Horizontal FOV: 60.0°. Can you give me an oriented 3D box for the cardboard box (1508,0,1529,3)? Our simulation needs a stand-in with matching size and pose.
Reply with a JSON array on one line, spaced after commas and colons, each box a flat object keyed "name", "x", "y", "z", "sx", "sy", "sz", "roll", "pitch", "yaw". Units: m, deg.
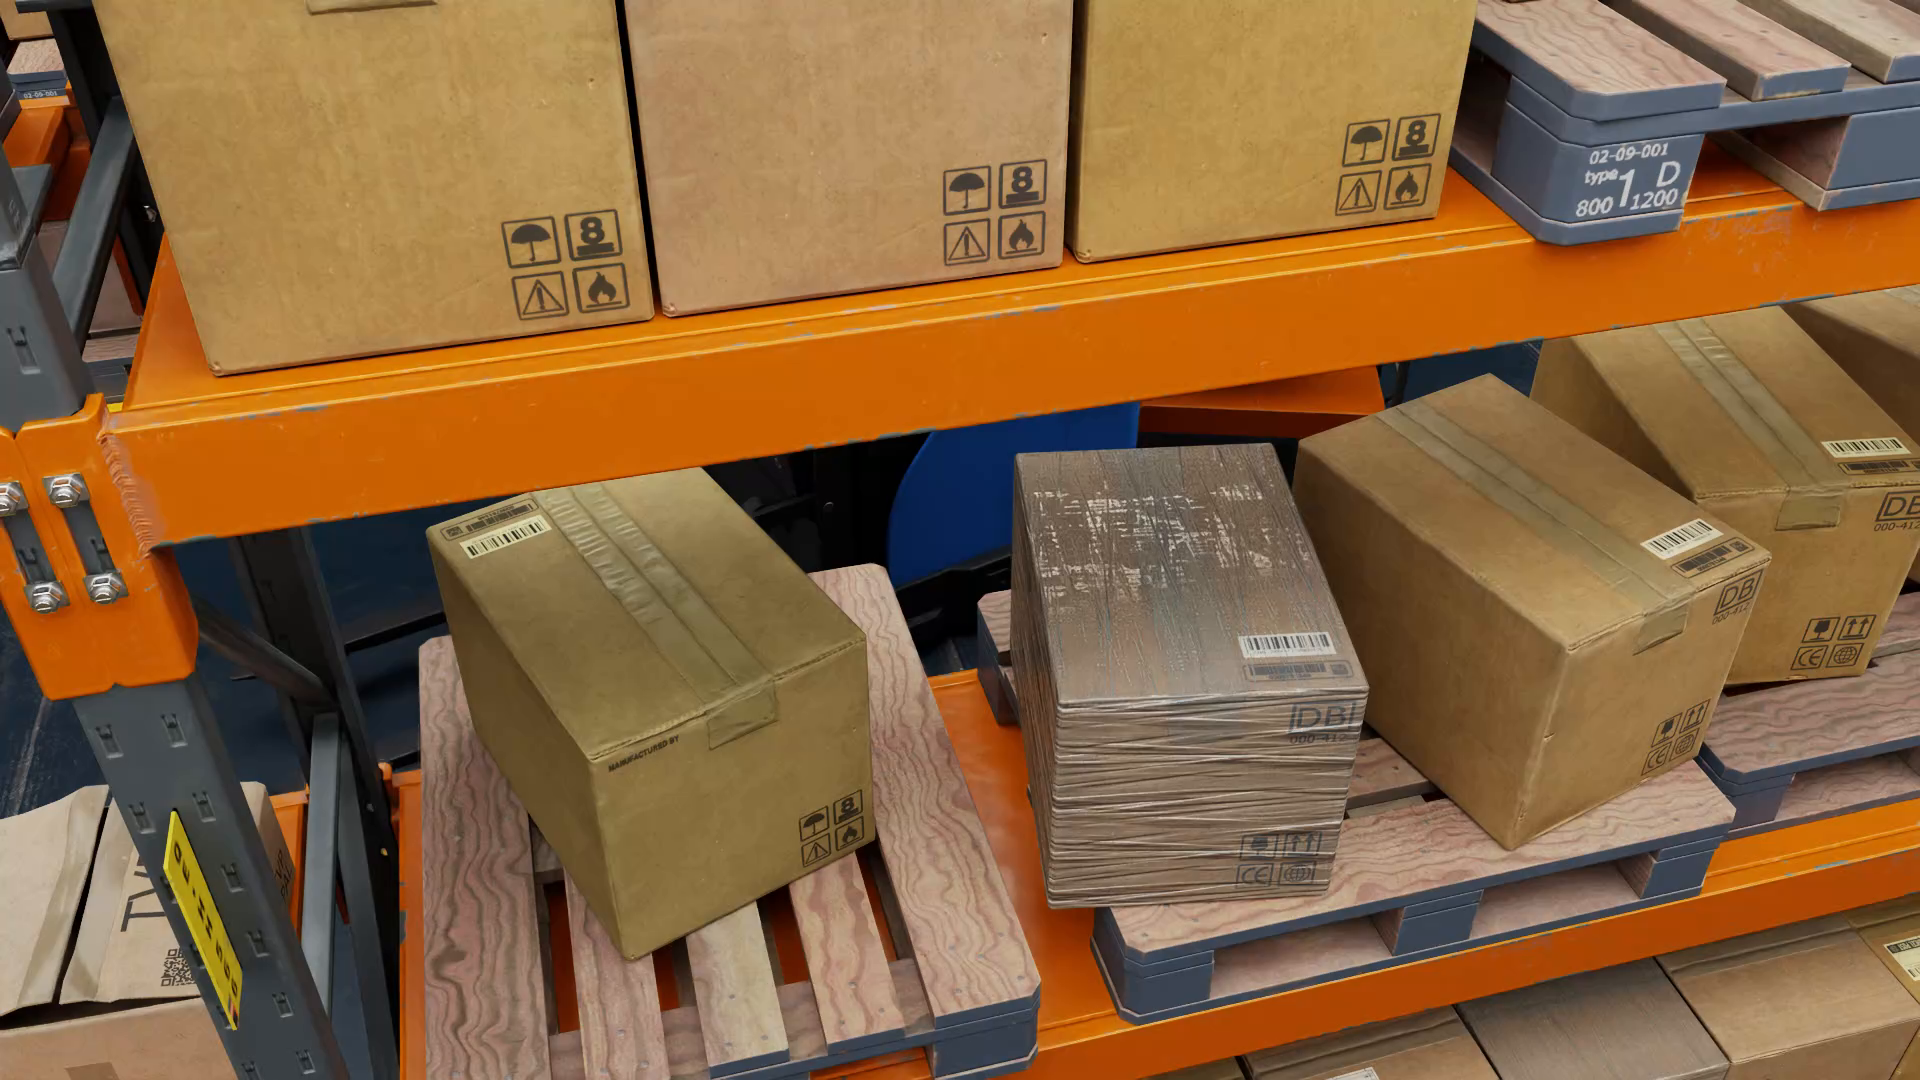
[{"name": "cardboard box", "x": 0.935, "y": -1.186, "z": 2.352, "sx": 0.600, "sy": 0.600, "sz": 0.600, "roll": -11, "pitch": 39, "yaw": -14}]

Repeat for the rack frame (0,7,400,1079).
[{"name": "rack frame", "x": -1.134, "y": 0.636, "z": 2.949, "sx": 0.127, "sy": 3.000, "sz": 1.000, "roll": -9, "pitch": 38, "yaw": -12}]

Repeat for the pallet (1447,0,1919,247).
[{"name": "pallet", "x": 1.080, "y": -0.886, "z": 2.625, "sx": 1.003, "sy": 0.211, "sz": 1.213, "roll": -9, "pitch": 38, "yaw": -12}]

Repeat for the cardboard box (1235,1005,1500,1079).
[{"name": "cardboard box", "x": 0.872, "y": 1.301, "z": 3.775, "sx": 0.500, "sy": 0.500, "sz": 0.500, "roll": -11, "pitch": 39, "yaw": -13}]

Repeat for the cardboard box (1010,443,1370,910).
[{"name": "cardboard box", "x": 0.378, "y": 0.231, "z": 3.051, "sx": 0.500, "sy": 0.500, "sz": 0.700, "roll": -3, "pitch": 37, "yaw": -3}]

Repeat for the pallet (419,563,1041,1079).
[{"name": "pallet", "x": -0.498, "y": 0.564, "z": 3.202, "sx": 1.003, "sy": 0.211, "sz": 1.213, "roll": -9, "pitch": 38, "yaw": -12}]

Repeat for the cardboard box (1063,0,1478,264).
[{"name": "cardboard box", "x": 0.273, "y": -0.847, "z": 2.337, "sx": 0.500, "sy": 0.500, "sz": 0.910, "roll": -9, "pitch": 38, "yaw": -12}]

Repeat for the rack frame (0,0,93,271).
[{"name": "rack frame", "x": -1.134, "y": -1.747, "z": 1.127, "sx": 0.127, "sy": 3.000, "sz": 1.000, "roll": -9, "pitch": 38, "yaw": -12}]

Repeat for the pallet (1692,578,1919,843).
[{"name": "pallet", "x": 1.928, "y": 0.141, "z": 3.754, "sx": 1.213, "sy": 0.211, "sz": 1.003, "roll": -9, "pitch": 38, "yaw": -12}]

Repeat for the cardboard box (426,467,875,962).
[{"name": "cardboard box", "x": -0.555, "y": 0.264, "z": 3.008, "sx": 0.500, "sy": 0.500, "sz": 0.700, "roll": -23, "pitch": 43, "yaw": -27}]

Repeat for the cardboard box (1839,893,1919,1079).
[{"name": "cardboard box", "x": 2.326, "y": 1.067, "z": 4.082, "sx": 0.500, "sy": 0.500, "sz": 0.500, "roll": -10, "pitch": 38, "yaw": -12}]

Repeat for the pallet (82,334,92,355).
[{"name": "pallet", "x": -4.359, "y": -0.847, "z": 7.184, "sx": 1.213, "sy": 0.211, "sz": 1.003, "roll": -9, "pitch": 38, "yaw": -12}]

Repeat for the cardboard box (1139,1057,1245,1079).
[{"name": "cardboard box", "x": 0.370, "y": 1.387, "z": 3.663, "sx": 0.500, "sy": 0.500, "sz": 0.500, "roll": -10, "pitch": 38, "yaw": -13}]

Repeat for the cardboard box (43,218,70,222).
[{"name": "cardboard box", "x": -3.677, "y": -1.550, "z": 6.886, "sx": 0.500, "sy": 0.250, "sz": 0.500, "roll": -9, "pitch": 38, "yaw": -11}]

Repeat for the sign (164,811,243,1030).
[{"name": "sign", "x": -0.986, "y": 0.501, "z": 2.173, "sx": 0.005, "sy": 0.325, "sz": 0.100, "roll": -9, "pitch": 38, "yaw": -12}]

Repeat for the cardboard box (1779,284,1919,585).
[{"name": "cardboard box", "x": 2.212, "y": -0.260, "z": 3.693, "sx": 0.500, "sy": 0.500, "sz": 0.700, "roll": -23, "pitch": 43, "yaw": -27}]

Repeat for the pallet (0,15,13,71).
[{"name": "pallet", "x": -4.329, "y": -1.855, "z": 6.364, "sx": 1.213, "sy": 0.211, "sz": 1.003, "roll": -9, "pitch": 38, "yaw": -12}]

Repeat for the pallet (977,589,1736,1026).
[{"name": "pallet", "x": 0.742, "y": 0.402, "z": 3.414, "sx": 1.213, "sy": 0.211, "sz": 1.003, "roll": -9, "pitch": 38, "yaw": -12}]

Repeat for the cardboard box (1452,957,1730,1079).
[{"name": "cardboard box", "x": 1.363, "y": 1.220, "z": 3.882, "sx": 0.500, "sy": 0.500, "sz": 0.500, "roll": -9, "pitch": 38, "yaw": -11}]

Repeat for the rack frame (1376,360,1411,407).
[{"name": "rack frame", "x": 1.627, "y": -0.709, "z": 6.251, "sx": 0.032, "sy": 1.125, "sz": 0.500, "roll": 3, "pitch": 37, "yaw": 4}]

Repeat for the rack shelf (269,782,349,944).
[{"name": "rack shelf", "x": -3.065, "y": 1.239, "z": 2.754, "sx": 4.000, "sy": 0.370, "sz": 1.077, "roll": -9, "pitch": 38, "yaw": -12}]

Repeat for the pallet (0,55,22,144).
[{"name": "pallet", "x": -1.766, "y": -0.320, "z": 1.886, "sx": 1.003, "sy": 0.211, "sz": 1.213, "roll": -8, "pitch": 38, "yaw": -10}]

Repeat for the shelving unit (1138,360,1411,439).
[{"name": "shelving unit", "x": 1.120, "y": -0.733, "z": 6.282, "sx": 1.048, "sy": 1.125, "sz": 0.538, "roll": 3, "pitch": 37, "yaw": 4}]

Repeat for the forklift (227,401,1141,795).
[{"name": "forklift", "x": -0.888, "y": -0.875, "z": 4.982, "sx": 3.031, "sy": 2.935, "sz": 1.130, "roll": -20, "pitch": 42, "yaw": -24}]

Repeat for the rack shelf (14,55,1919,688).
[{"name": "rack shelf", "x": 0.797, "y": -0.586, "z": 2.671, "sx": 4.000, "sy": 0.370, "sz": 1.077, "roll": -9, "pitch": 38, "yaw": -12}]

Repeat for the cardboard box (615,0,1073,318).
[{"name": "cardboard box", "x": -0.229, "y": -0.765, "z": 2.230, "sx": 0.500, "sy": 0.500, "sz": 0.910, "roll": -9, "pitch": 38, "yaw": -12}]

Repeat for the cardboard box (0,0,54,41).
[{"name": "cardboard box", "x": -3.413, "y": -2.299, "z": 6.342, "sx": 0.500, "sy": 0.500, "sz": 0.700, "roll": -13, "pitch": 39, "yaw": -16}]

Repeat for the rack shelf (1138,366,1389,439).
[{"name": "rack shelf", "x": 1.120, "y": -0.539, "z": 6.431, "sx": 1.000, "sy": 0.278, "sz": 0.538, "roll": 3, "pitch": 37, "yaw": 4}]

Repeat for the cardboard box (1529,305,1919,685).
[{"name": "cardboard box", "x": 1.565, "y": -0.114, "z": 3.502, "sx": 0.500, "sy": 0.500, "sz": 0.700, "roll": -4, "pitch": 38, "yaw": -5}]

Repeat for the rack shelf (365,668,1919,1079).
[{"name": "rack shelf", "x": 0.797, "y": 0.605, "z": 3.582, "sx": 4.000, "sy": 0.370, "sz": 1.077, "roll": -9, "pitch": 38, "yaw": -12}]

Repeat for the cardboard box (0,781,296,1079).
[{"name": "cardboard box", "x": -1.496, "y": 0.704, "z": 2.935, "sx": 0.500, "sy": 0.311, "sz": 0.500, "roll": -7, "pitch": 38, "yaw": -9}]

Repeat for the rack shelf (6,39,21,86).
[{"name": "rack shelf", "x": -4.360, "y": -1.666, "z": 6.552, "sx": 4.000, "sy": 0.370, "sz": 1.077, "roll": -9, "pitch": 38, "yaw": -12}]

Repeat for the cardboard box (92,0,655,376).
[{"name": "cardboard box", "x": -0.721, "y": -0.684, "z": 2.124, "sx": 0.500, "sy": 0.500, "sz": 0.910, "roll": -9, "pitch": 38, "yaw": -12}]

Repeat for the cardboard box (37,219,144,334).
[{"name": "cardboard box", "x": -3.638, "y": -1.293, "z": 7.166, "sx": 0.500, "sy": 0.500, "sz": 0.700, "roll": -9, "pitch": 38, "yaw": -12}]

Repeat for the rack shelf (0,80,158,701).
[{"name": "rack shelf", "x": -3.065, "y": 0.047, "z": 1.843, "sx": 4.000, "sy": 0.370, "sz": 1.077, "roll": -9, "pitch": 38, "yaw": -12}]

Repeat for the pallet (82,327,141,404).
[{"name": "pallet", "x": -3.184, "y": -1.038, "z": 7.434, "sx": 1.213, "sy": 0.211, "sz": 1.003, "roll": -9, "pitch": 38, "yaw": -12}]

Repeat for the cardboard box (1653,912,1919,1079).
[{"name": "cardboard box", "x": 1.847, "y": 1.140, "z": 3.986, "sx": 0.500, "sy": 0.500, "sz": 0.500, "roll": -9, "pitch": 38, "yaw": -12}]

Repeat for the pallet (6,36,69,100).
[{"name": "pallet", "x": -3.089, "y": -2.017, "z": 6.576, "sx": 1.003, "sy": 0.211, "sz": 1.213, "roll": -9, "pitch": 38, "yaw": -12}]

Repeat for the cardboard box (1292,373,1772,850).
[{"name": "cardboard box", "x": 1.038, "y": 0.112, "z": 3.207, "sx": 0.500, "sy": 0.500, "sz": 0.700, "roll": -19, "pitch": 41, "yaw": -23}]
